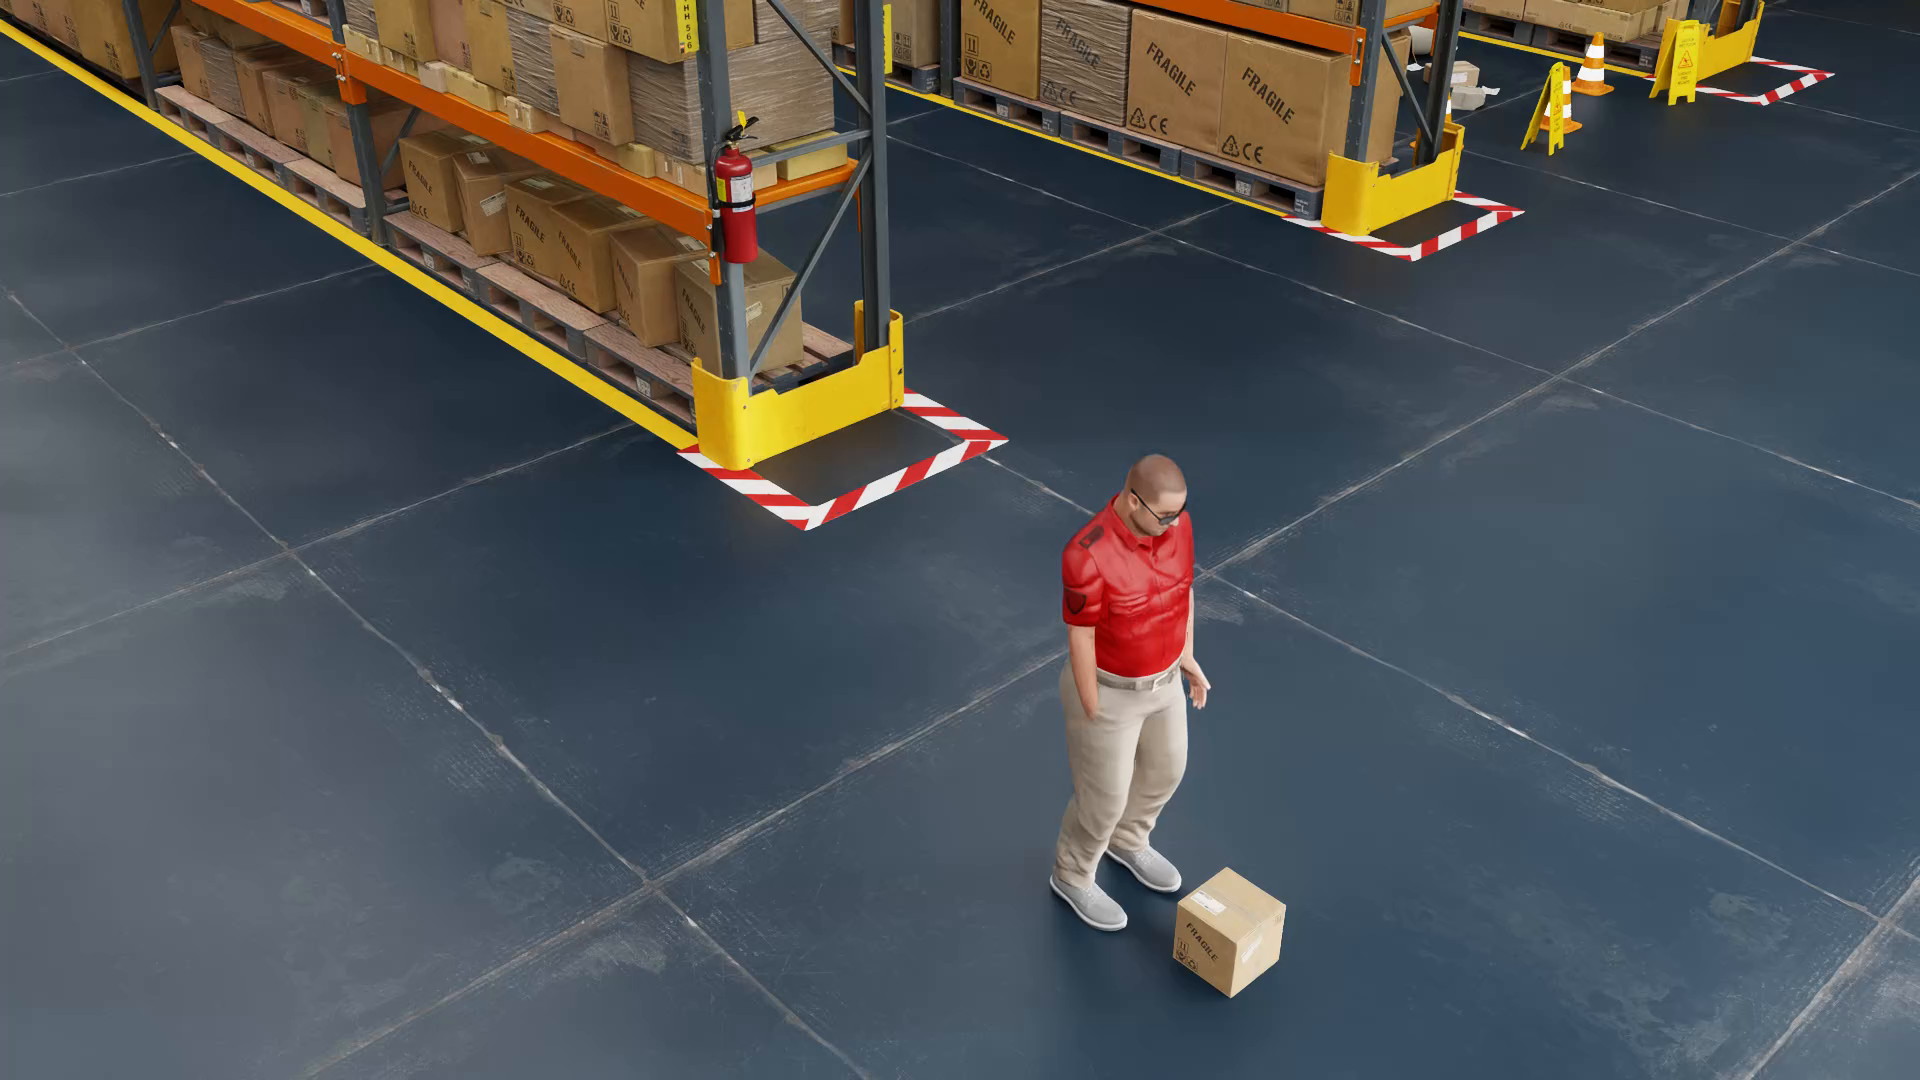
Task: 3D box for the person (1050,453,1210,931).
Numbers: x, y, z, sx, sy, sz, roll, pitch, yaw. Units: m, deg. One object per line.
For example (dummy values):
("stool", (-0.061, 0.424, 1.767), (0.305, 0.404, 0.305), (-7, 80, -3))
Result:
("person", (0.558, 0.471, 5.409), (0.538, 1.713, 0.363), (-25, 39, -34))
